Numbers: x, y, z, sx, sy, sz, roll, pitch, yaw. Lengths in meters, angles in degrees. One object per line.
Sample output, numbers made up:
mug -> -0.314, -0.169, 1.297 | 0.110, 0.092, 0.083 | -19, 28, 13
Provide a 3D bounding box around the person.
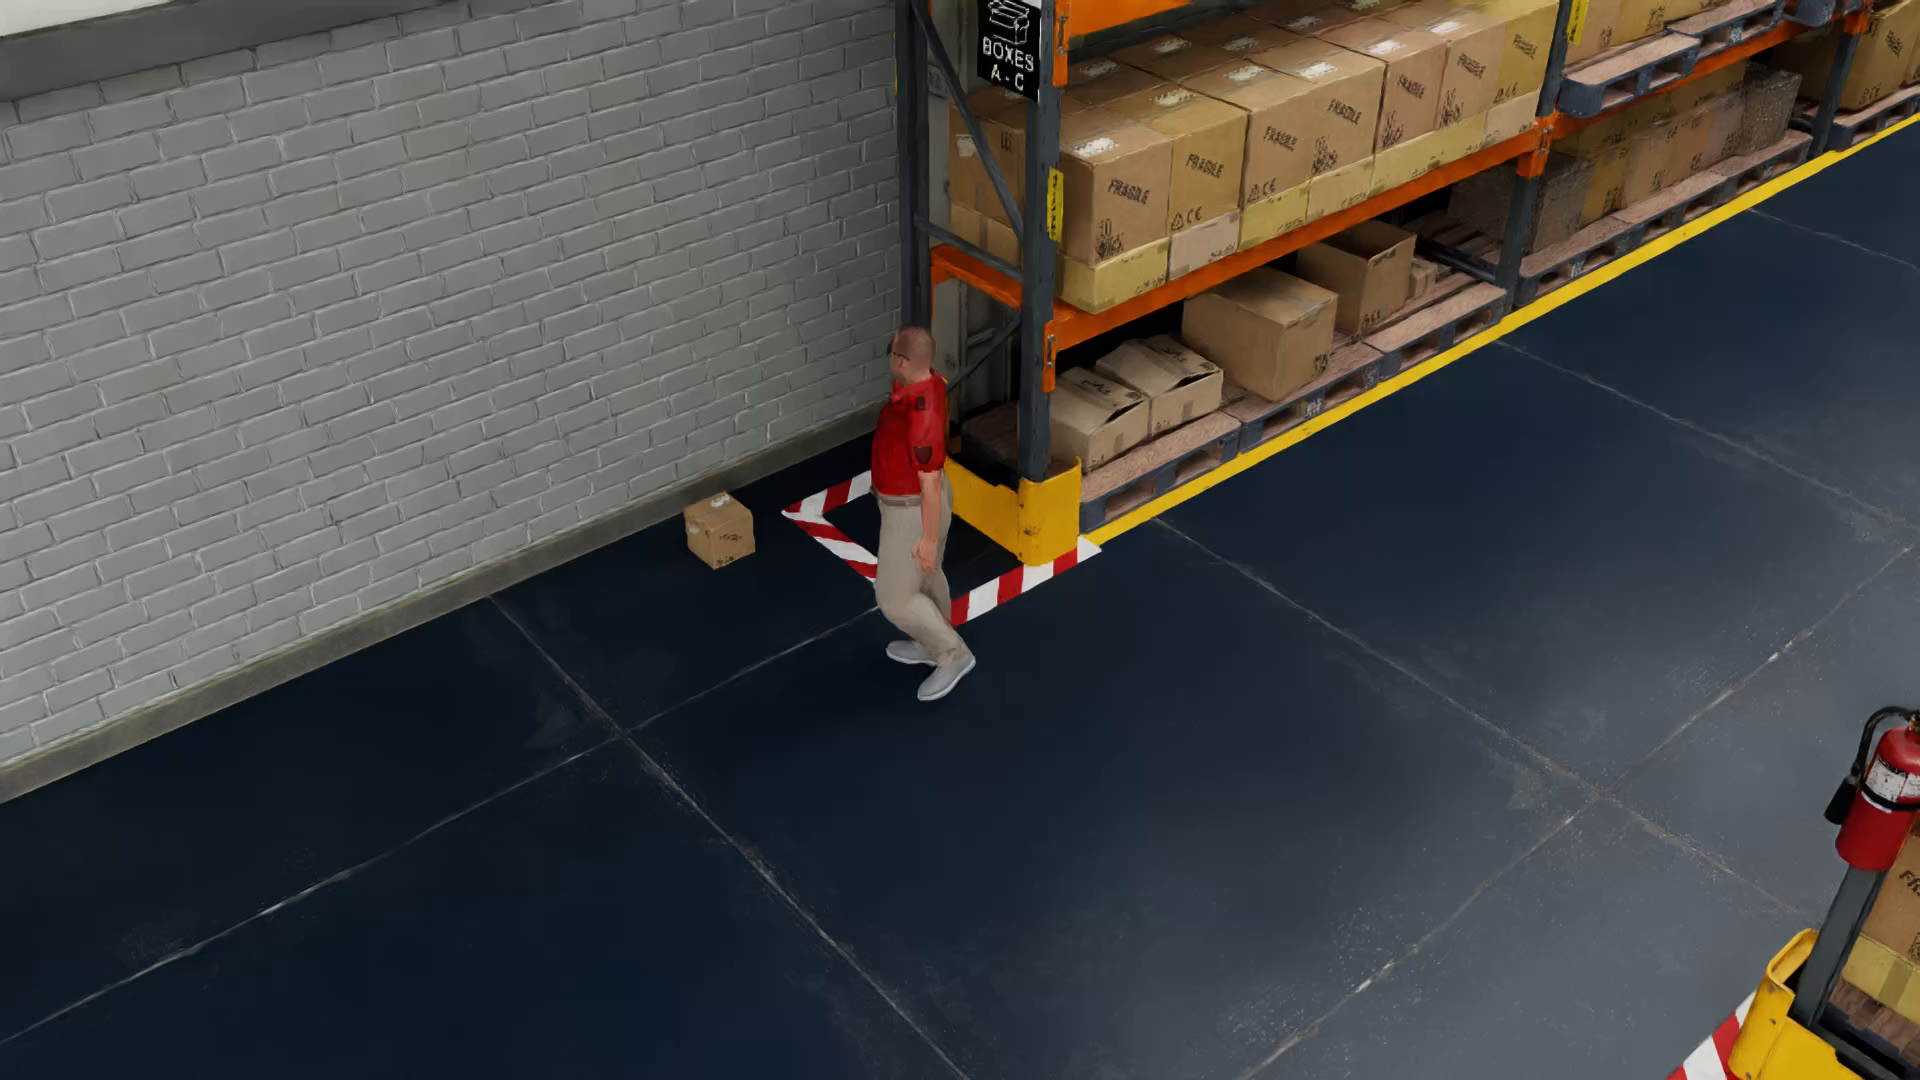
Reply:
person -> -0.160, -0.116, 7.248 | 0.467, 1.725, 0.659 | 1, 36, 2
